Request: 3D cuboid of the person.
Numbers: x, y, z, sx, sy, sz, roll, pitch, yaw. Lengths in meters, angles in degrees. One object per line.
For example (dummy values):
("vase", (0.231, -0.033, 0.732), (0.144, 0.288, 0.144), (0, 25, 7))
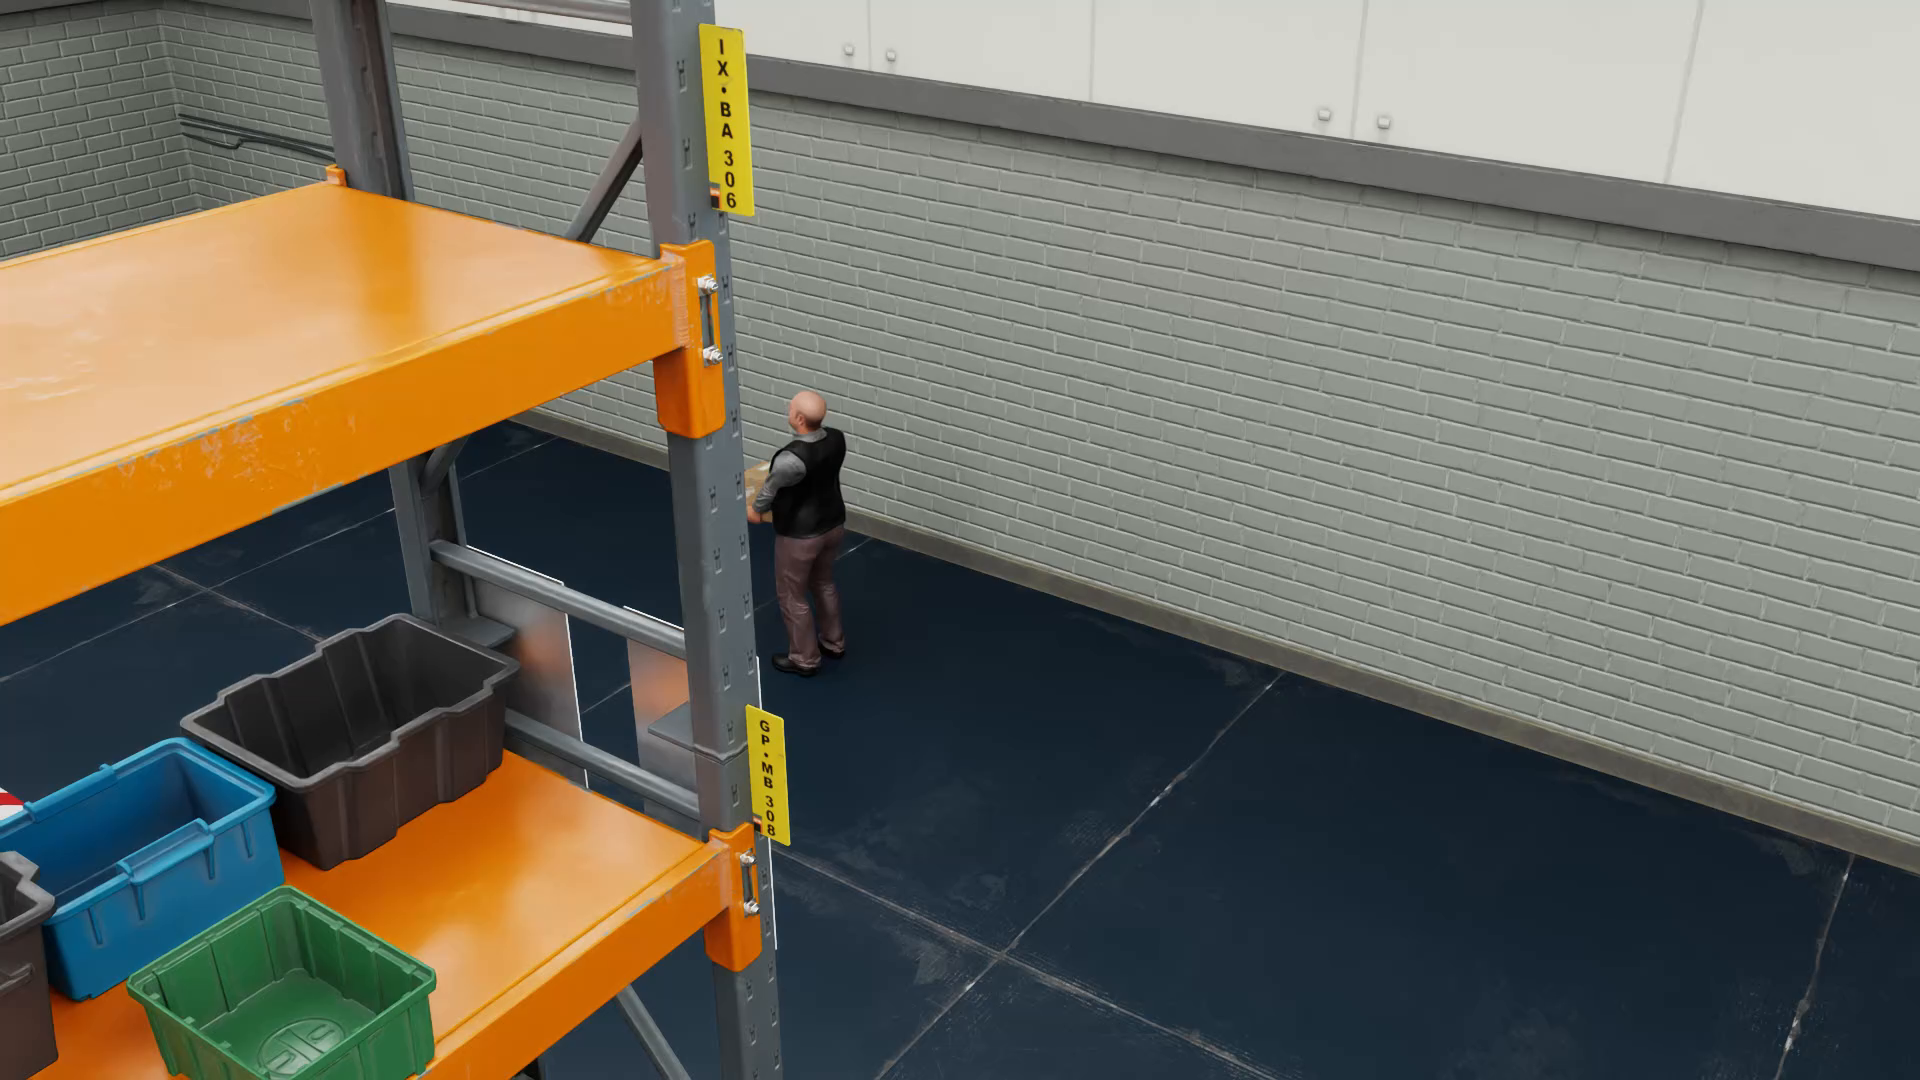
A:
("person", (-0.934, -0.035, 9.359), (0.560, 1.634, 0.494), (18, 32, 31))
